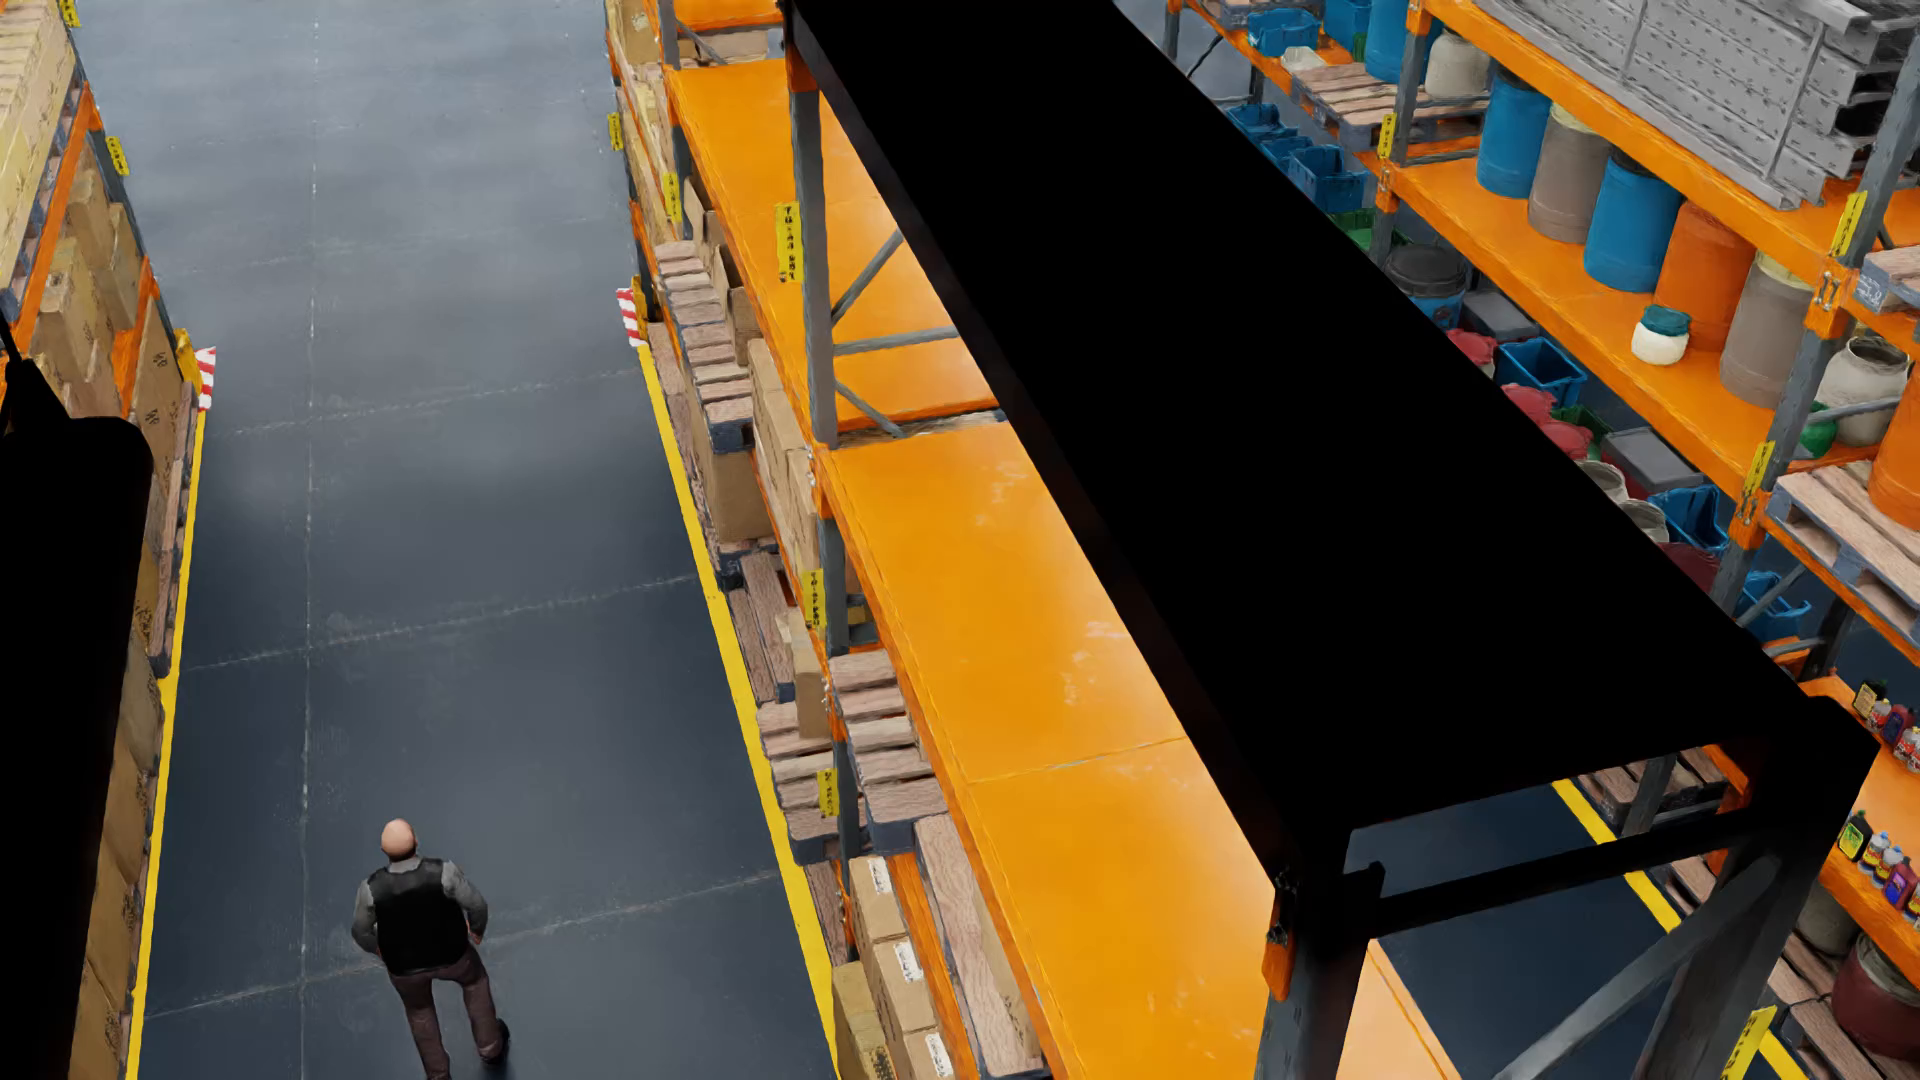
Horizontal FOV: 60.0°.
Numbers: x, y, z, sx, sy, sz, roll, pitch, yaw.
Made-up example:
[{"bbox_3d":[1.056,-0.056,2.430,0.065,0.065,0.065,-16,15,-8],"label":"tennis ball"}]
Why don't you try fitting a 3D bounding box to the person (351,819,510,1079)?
[{"bbox_3d":[-2.788,2.170,8.753,0.677,1.673,0.530,-12,40,-14],"label":"person"}]
